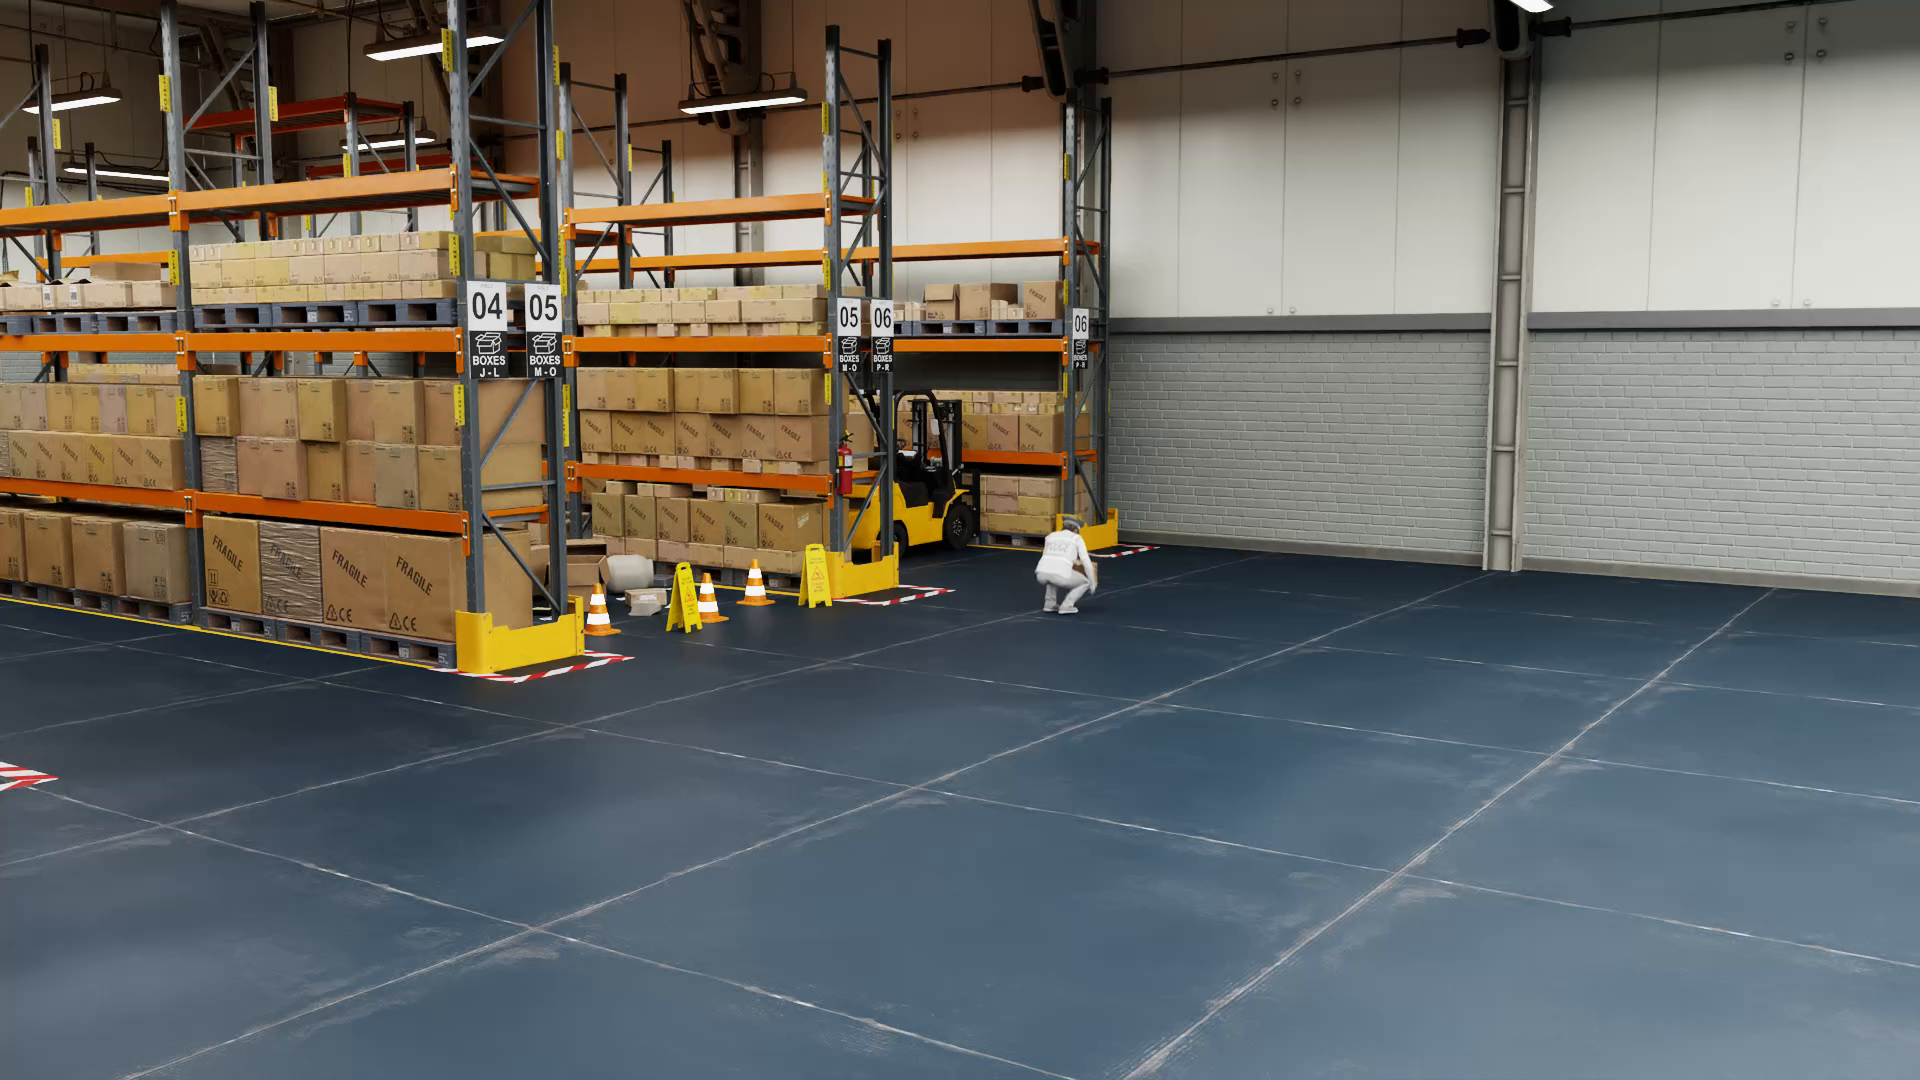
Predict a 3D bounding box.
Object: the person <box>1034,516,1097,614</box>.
[{"bbox_3d":[1.069,0.250,16.963,0.470,0.971,0.837,4,8,33],"label":"person"}]
